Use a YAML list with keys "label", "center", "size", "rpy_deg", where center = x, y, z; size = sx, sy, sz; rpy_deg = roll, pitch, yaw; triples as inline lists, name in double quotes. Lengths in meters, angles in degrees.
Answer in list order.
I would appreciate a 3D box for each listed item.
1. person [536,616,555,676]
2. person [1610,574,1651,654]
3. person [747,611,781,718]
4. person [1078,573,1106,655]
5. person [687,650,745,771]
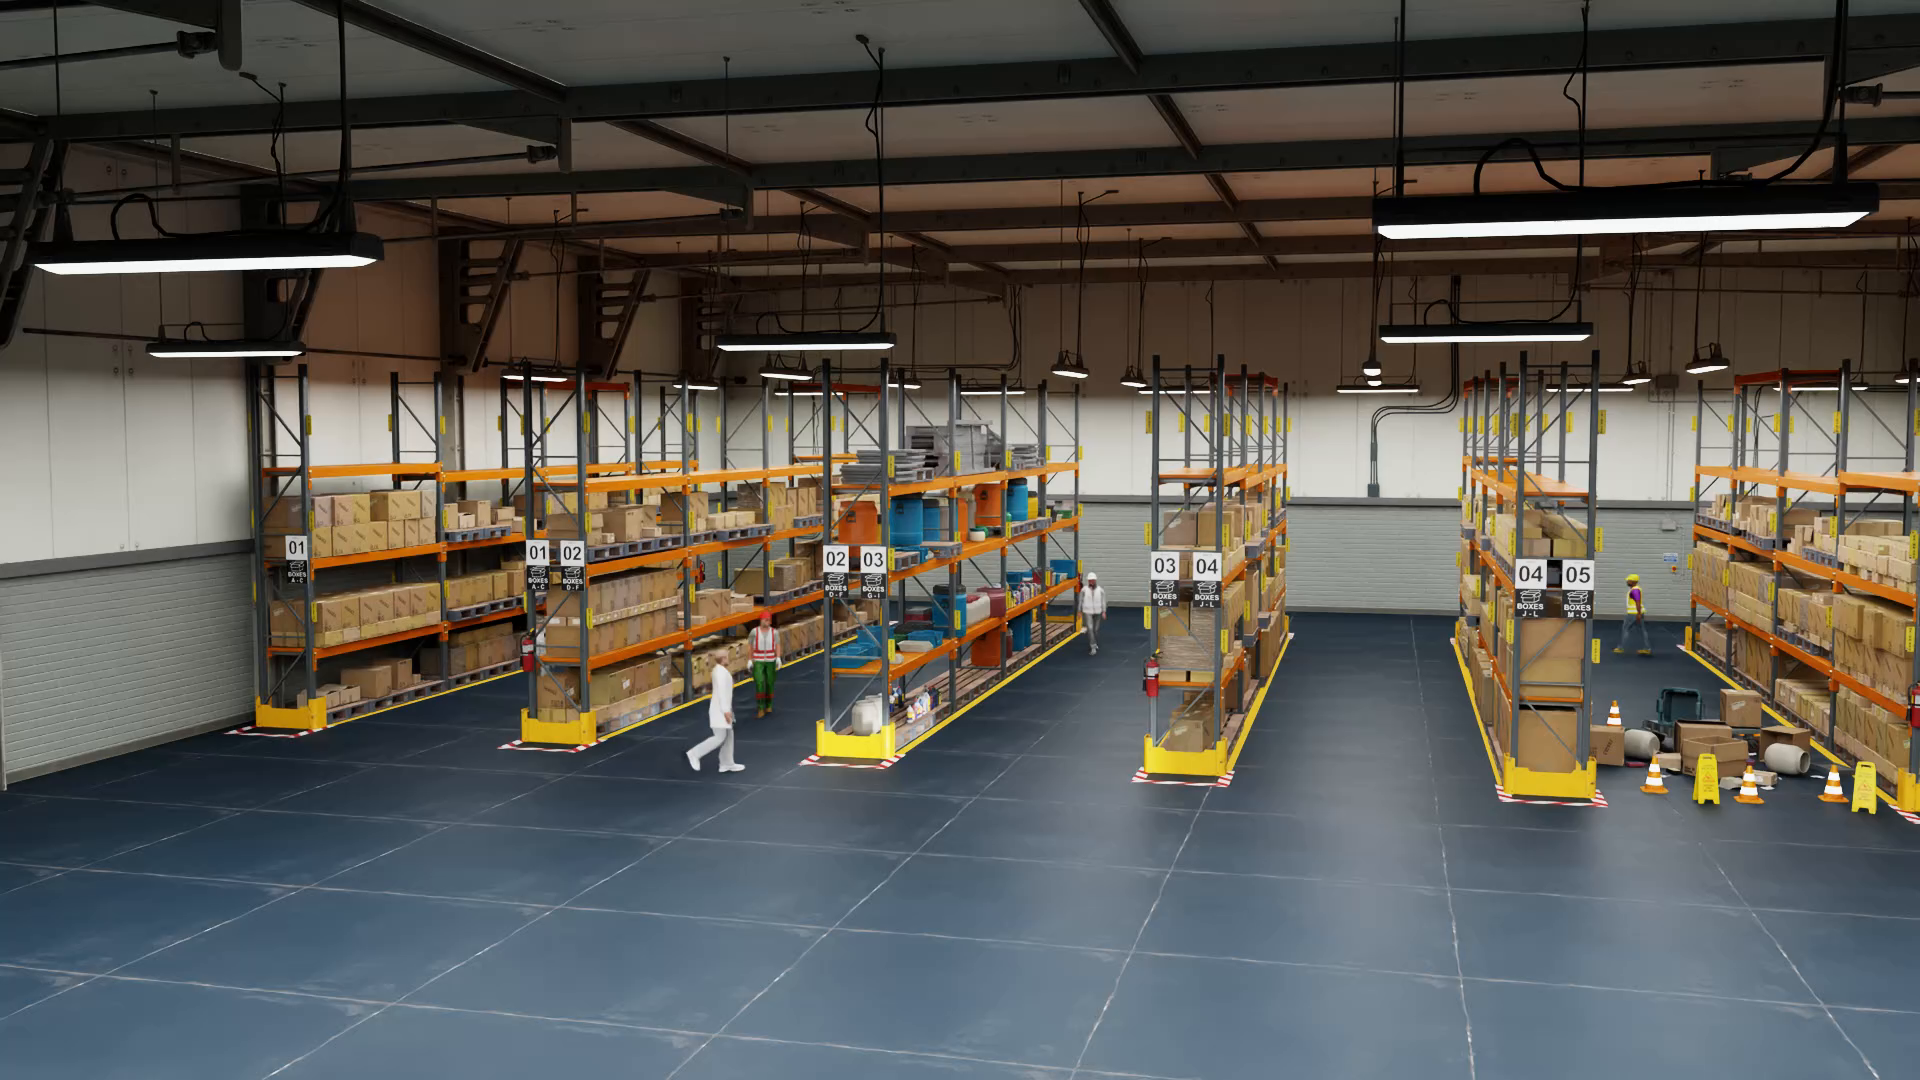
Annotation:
- label: "person"
  center: [-7.475, 2.145, 29.710]
  size: [0.466, 1.582, 1.067]
  rpy_deg: [0, 4, -2]
- label: "person"
  center: [14.770, 1.616, 36.445]
  size: [0.530, 1.744, 0.836]
  rpy_deg: [-3, 5, -39]
- label: "person"
  center: [-3.351, 2.141, 28.676]
  size: [0.578, 1.789, 0.740]
  rpy_deg: [-1, 4, -17]
- label: "person"
  center: [2.944, 1.601, 36.558]
  size: [0.577, 1.742, 0.938]
  rpy_deg: [-1, 4, -13]
- label: "person"
  center: [-3.508, 2.455, 23.857]
  size: [0.810, 1.770, 0.574]
  rpy_deg: [0, 4, 0]
